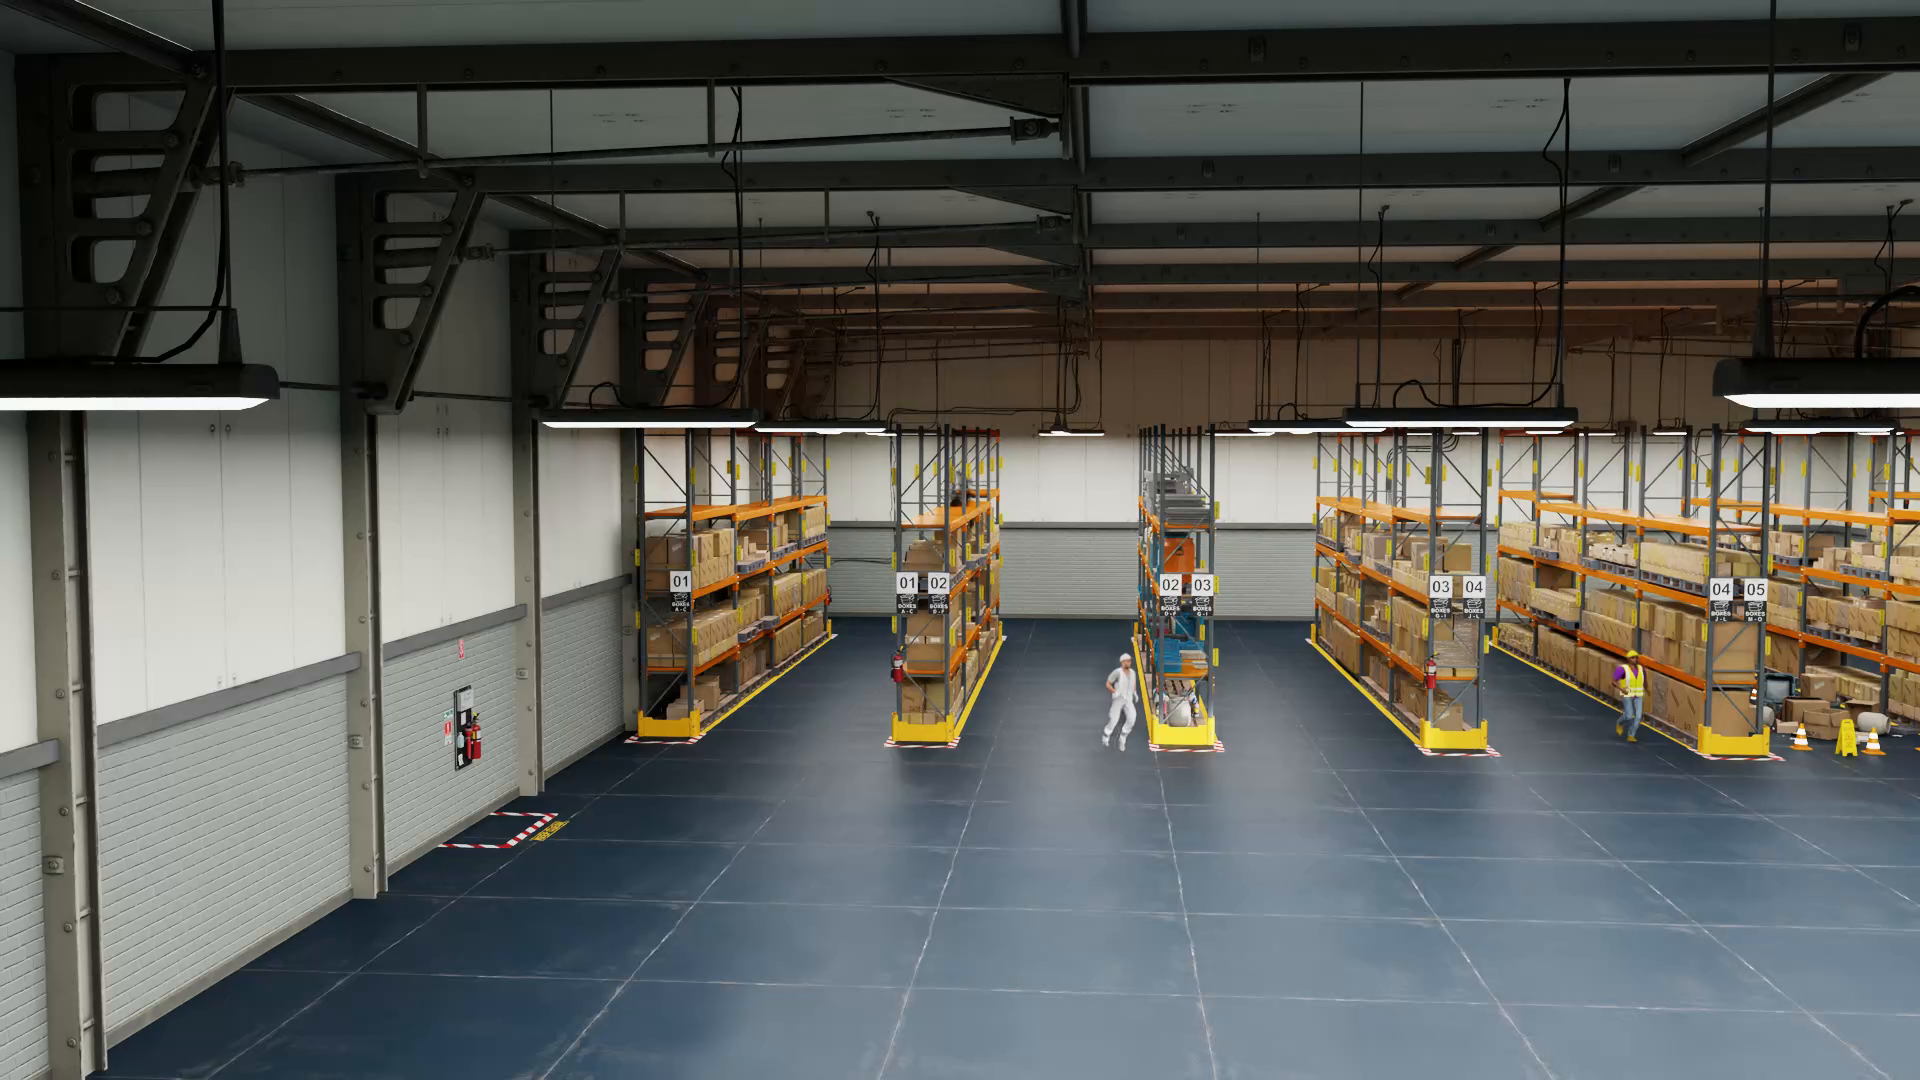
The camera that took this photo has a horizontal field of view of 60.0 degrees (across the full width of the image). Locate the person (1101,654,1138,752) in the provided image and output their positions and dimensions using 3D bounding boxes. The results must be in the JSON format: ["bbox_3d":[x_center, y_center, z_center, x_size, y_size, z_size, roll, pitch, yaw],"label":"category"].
[{"bbox_3d":[3.009,2.988,30.638,0.717,1.777,0.676,-1,4,-23],"label":"person"}]

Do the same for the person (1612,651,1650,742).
[{"bbox_3d":[12.701,2.943,31.484,0.695,1.720,0.596,0,3,-5],"label":"person"}]
